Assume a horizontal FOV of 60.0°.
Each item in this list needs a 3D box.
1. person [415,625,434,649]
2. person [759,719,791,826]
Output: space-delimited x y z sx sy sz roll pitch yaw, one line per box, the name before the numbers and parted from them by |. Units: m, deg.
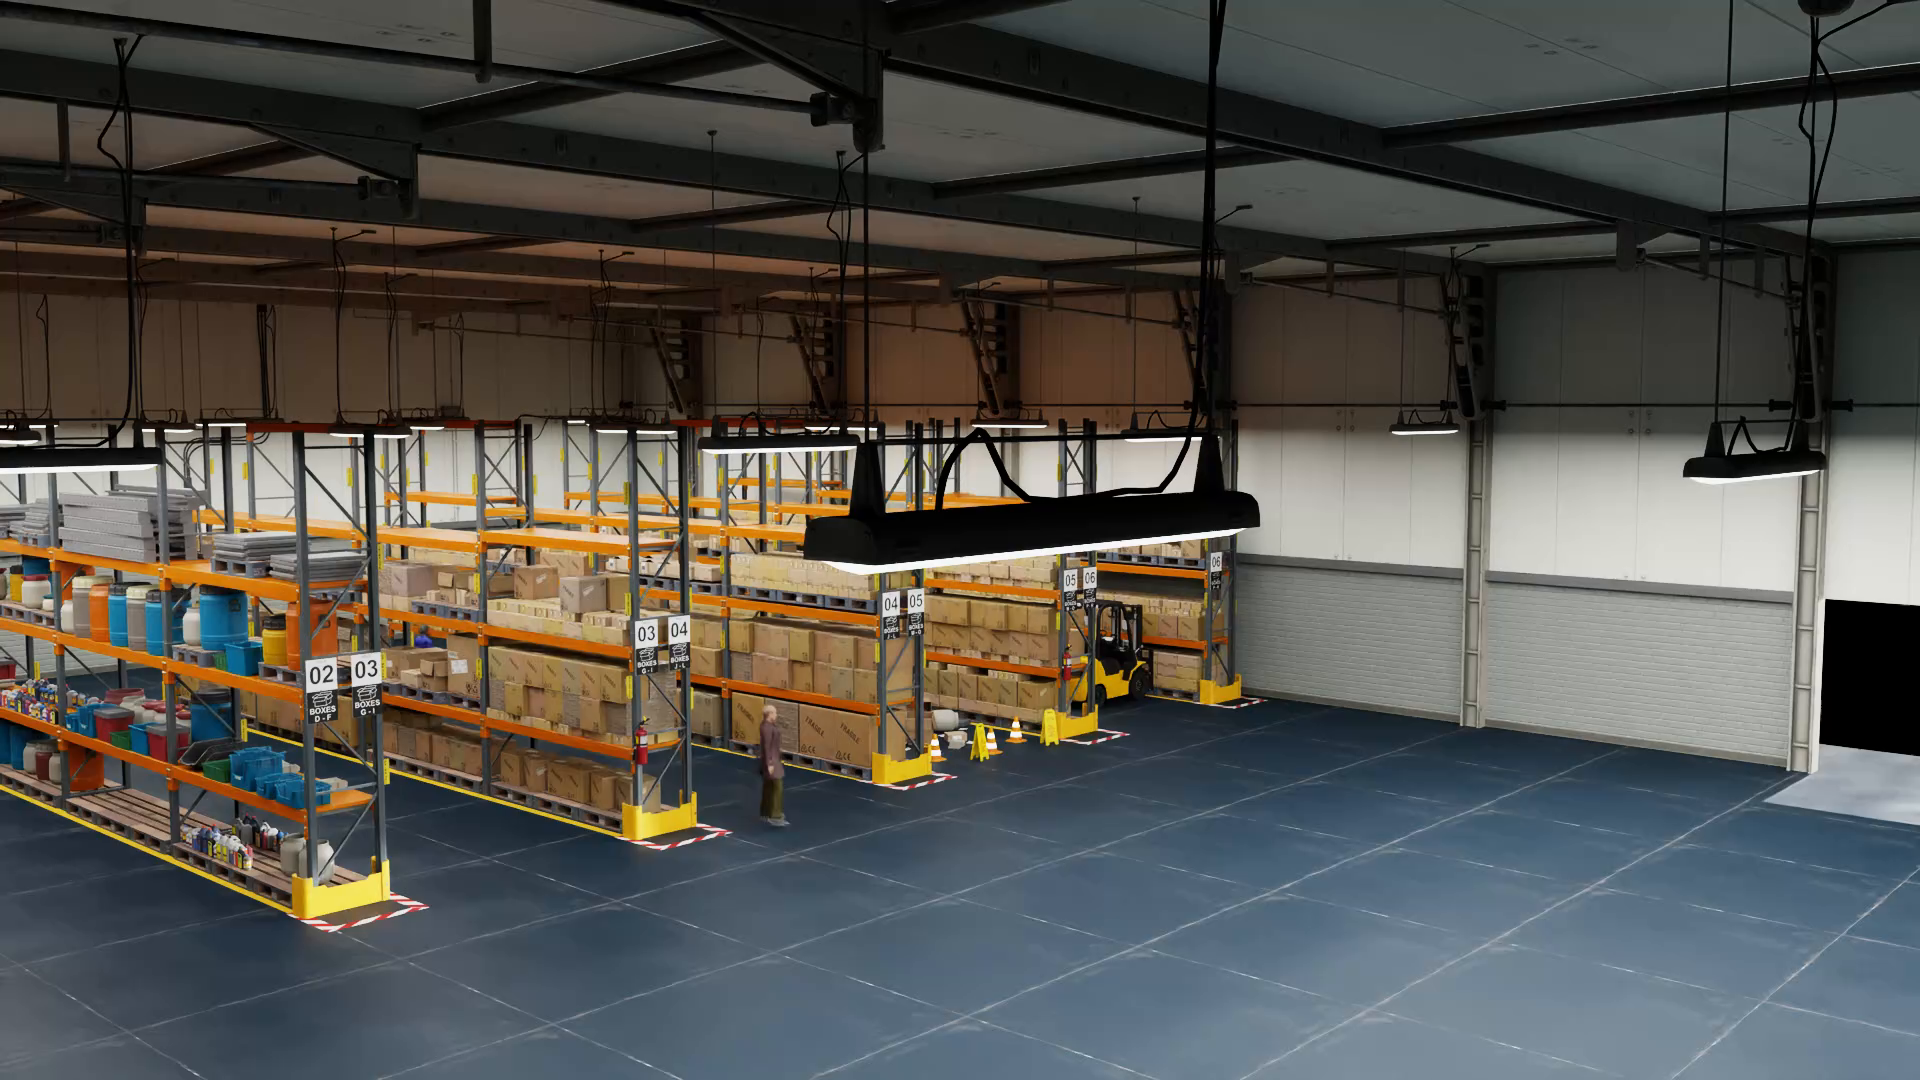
person | -11.300 2.625 35.205 0.501 1.647 0.388 2 5 23
person | -2.827 3.510 25.226 0.437 1.601 0.654 -1 5 -15
